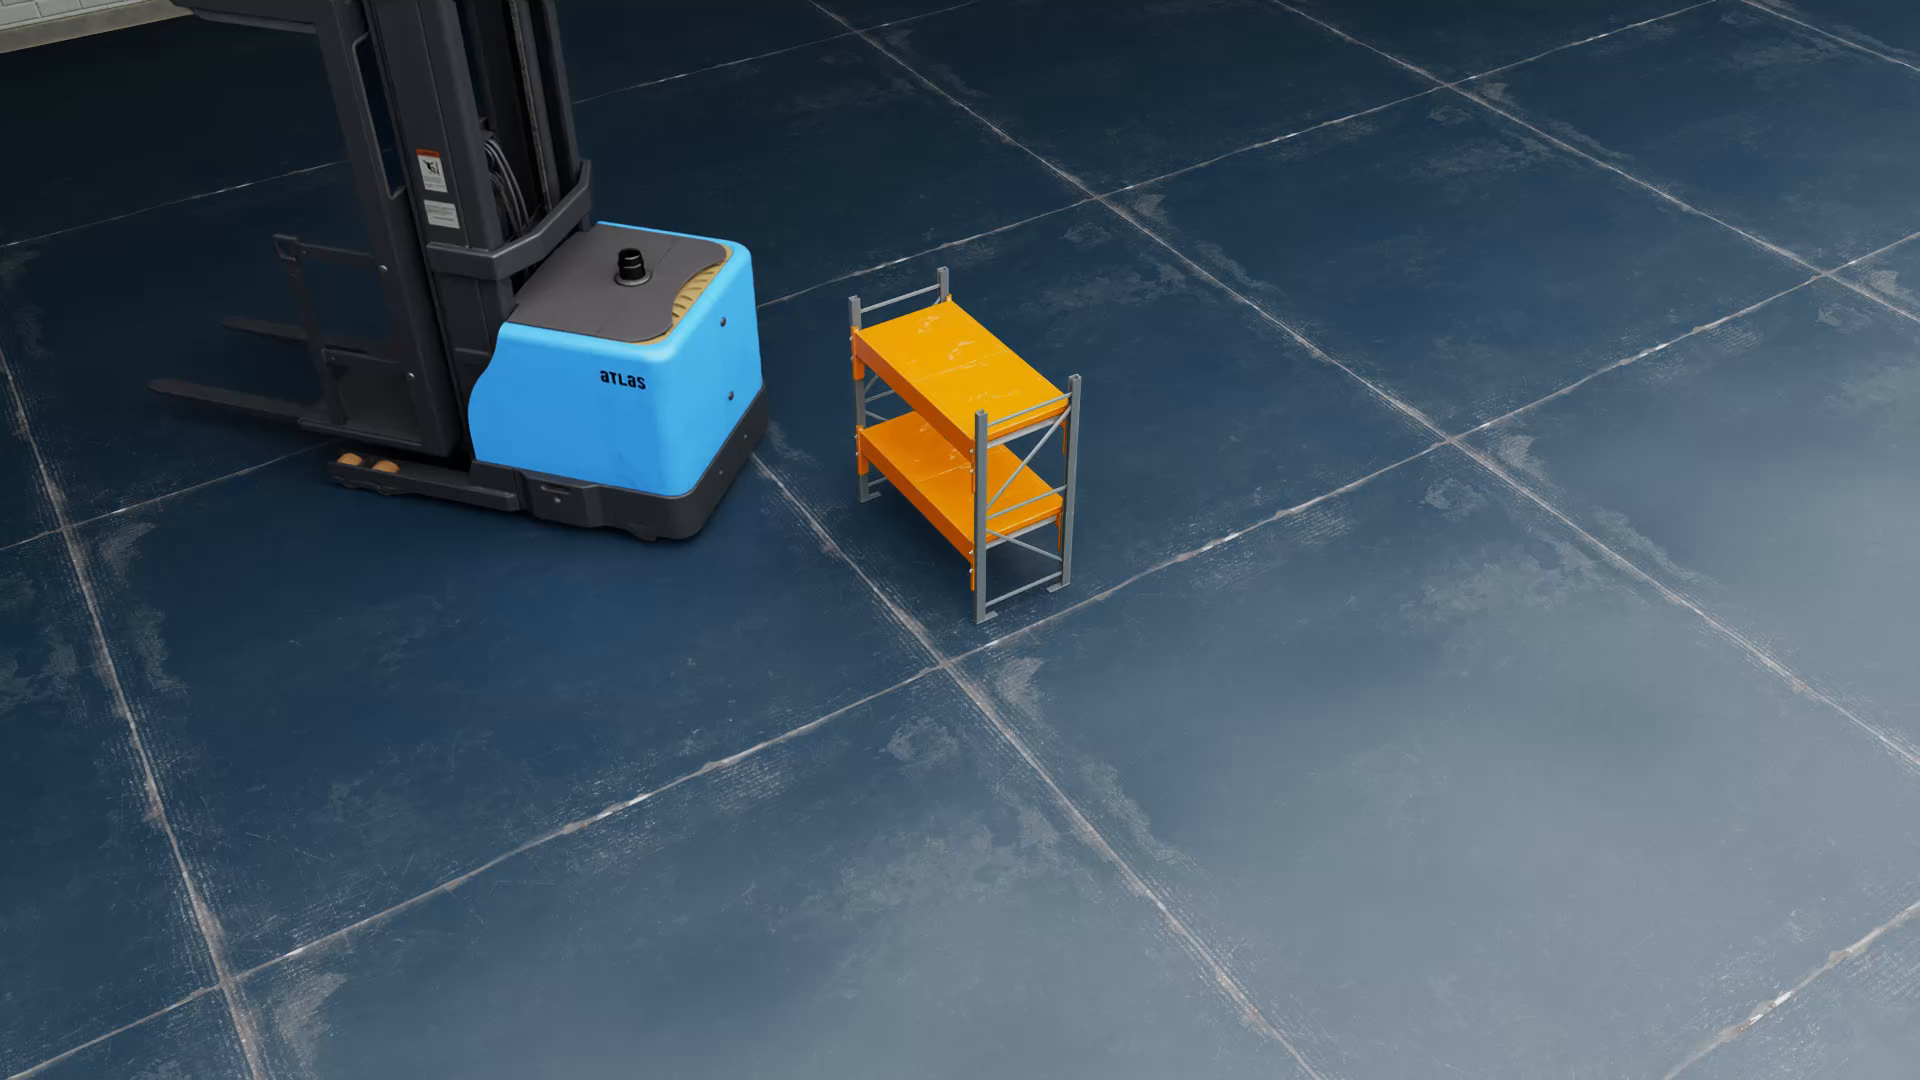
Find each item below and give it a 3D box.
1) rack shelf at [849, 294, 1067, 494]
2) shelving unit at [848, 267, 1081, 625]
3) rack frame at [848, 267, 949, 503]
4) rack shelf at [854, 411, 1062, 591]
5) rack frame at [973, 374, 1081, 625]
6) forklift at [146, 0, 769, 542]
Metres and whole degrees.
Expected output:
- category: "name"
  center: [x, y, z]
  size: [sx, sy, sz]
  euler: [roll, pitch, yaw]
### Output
- category: "rack shelf"
  center: [0.004, -0.653, 7.198]
  size: [0.538, 0.278, 1.000]
  euler: [-22, 45, -24]
- category: "shelving unit"
  center: [0.004, -0.428, 7.386]
  size: [0.538, 1.125, 1.048]
  euler: [-22, 45, -24]
- category: "rack frame"
  center: [-0.270, -0.703, 7.715]
  size: [0.500, 1.125, 0.032]
  euler: [-22, 45, -24]
- category: "rack shelf"
  center: [0.004, -0.241, 7.542]
  size: [0.538, 0.278, 1.000]
  euler: [-22, 45, -24]
- category: "rack frame"
  center: [0.277, -0.154, 7.056]
  size: [0.500, 1.125, 0.032]
  euler: [-22, 45, -24]
- category: "forklift"
  center: [-2.533, -1.655, 7.446]
  size: [3.031, 2.935, 1.130]
  euler: [11, 41, 13]
